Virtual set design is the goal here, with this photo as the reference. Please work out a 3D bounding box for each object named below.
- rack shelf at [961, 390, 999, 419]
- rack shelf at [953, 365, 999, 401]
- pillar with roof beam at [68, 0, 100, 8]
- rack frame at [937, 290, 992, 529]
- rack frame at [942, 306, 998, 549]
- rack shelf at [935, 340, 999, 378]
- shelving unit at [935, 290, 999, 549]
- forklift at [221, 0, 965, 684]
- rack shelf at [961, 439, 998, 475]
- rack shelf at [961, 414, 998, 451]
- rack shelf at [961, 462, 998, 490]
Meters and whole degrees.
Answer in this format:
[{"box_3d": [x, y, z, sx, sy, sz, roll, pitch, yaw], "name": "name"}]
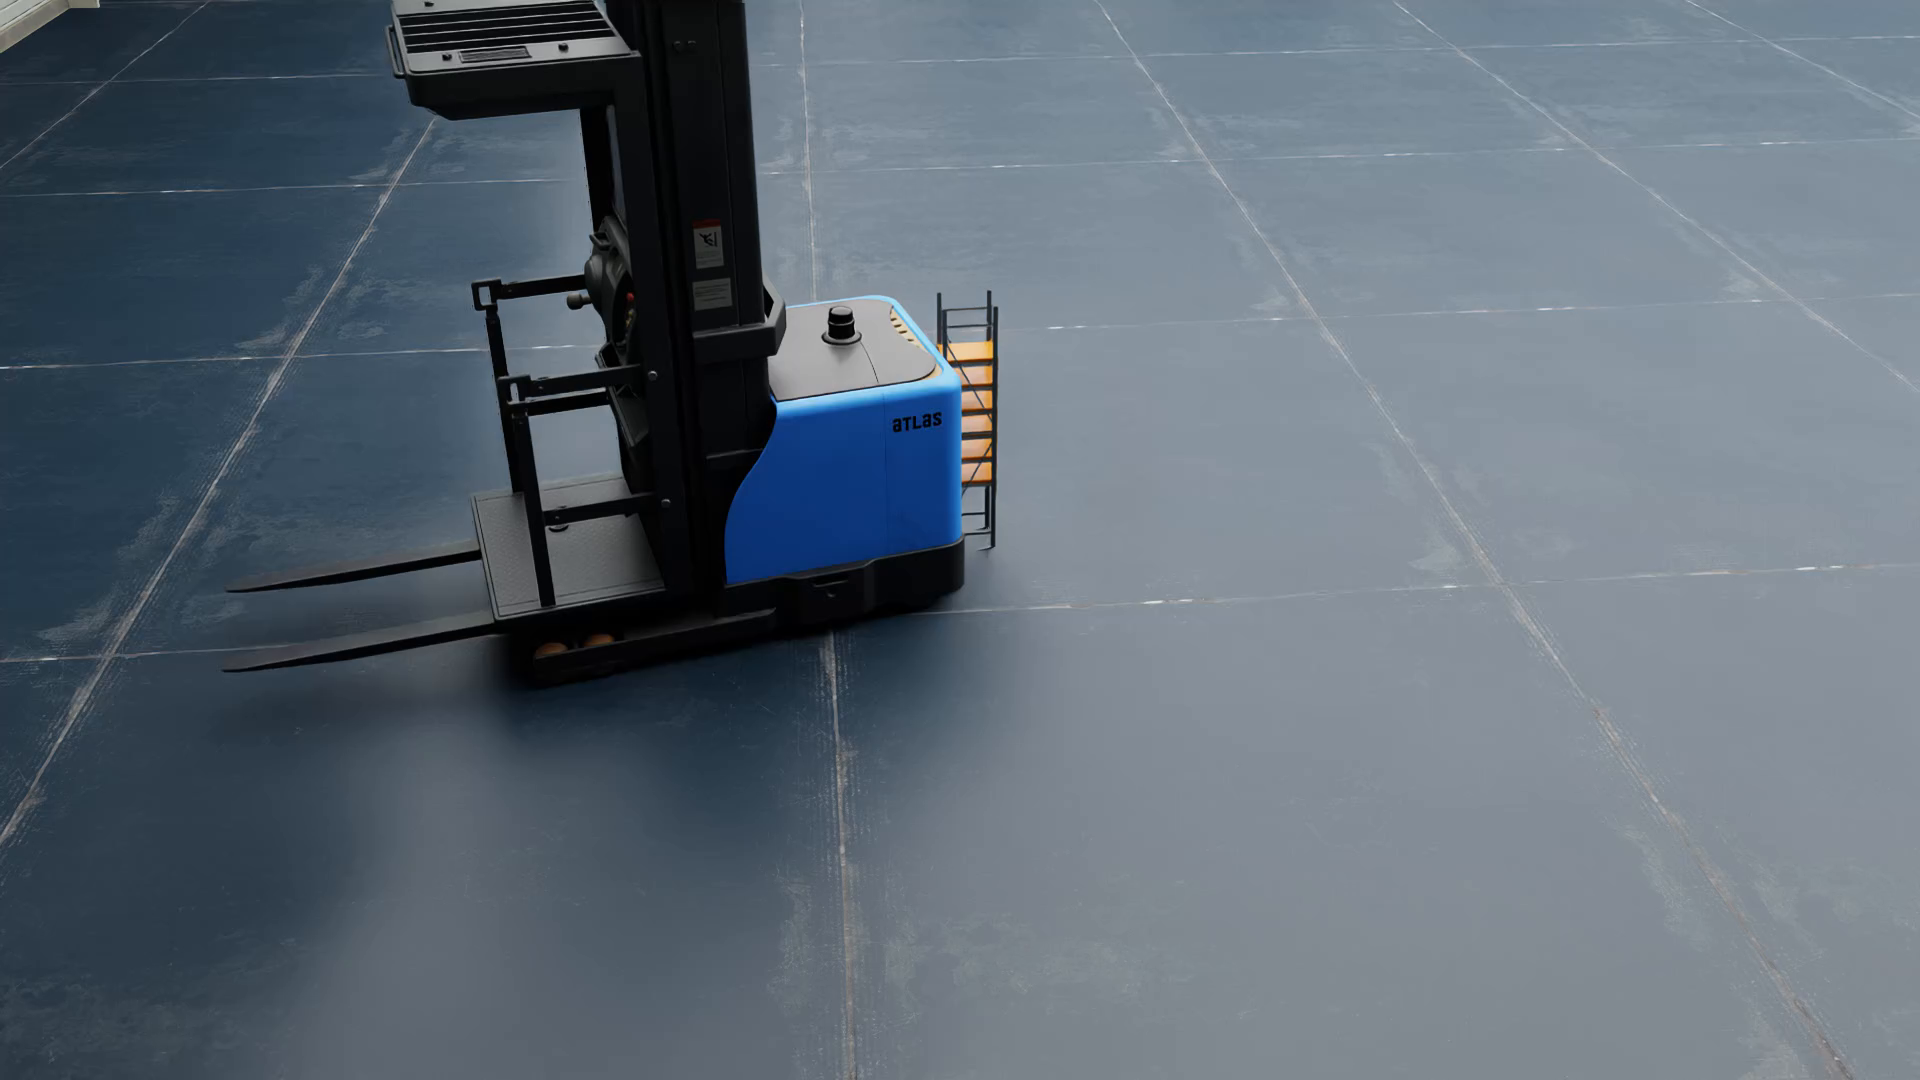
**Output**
[{"box_3d": [0.030, -0.581, 7.406, 0.258, 0.103, 0.180, -4, 31, -7], "name": "rack shelf"}, {"box_3d": [0.030, -0.684, 7.344, 0.258, 0.103, 0.180, -4, 31, -7], "name": "rack shelf"}, {"box_3d": [-4.545, -9.512, 14.900, 9.100, 9.000, 0.400, -3, 31, -5], "name": "pillar with roof beam"}, {"box_3d": [0.018, -0.563, 7.523, 0.240, 1.200, 0.006, -4, 31, -7], "name": "rack frame"}, {"box_3d": [0.043, -0.470, 7.367, 0.240, 1.200, 0.006, -4, 31, -7], "name": "rack frame"}, {"box_3d": [0.030, -0.787, 7.283, 0.258, 0.103, 0.180, -4, 31, -7], "name": "rack shelf"}, {"box_3d": [0.030, -0.517, 7.445, 0.258, 1.200, 0.189, -4, 31, -7], "name": "shelving unit"}, {"box_3d": [-1.554, -0.978, 6.529, 3.031, 2.935, 1.130, -10, 32, -17], "name": "forklift"}, {"box_3d": [0.030, -0.375, 7.529, 0.258, 0.103, 0.180, -4, 31, -7], "name": "rack shelf"}, {"box_3d": [0.030, -0.478, 7.467, 0.258, 0.103, 0.180, -4, 31, -7], "name": "rack shelf"}, {"box_3d": [0.031, -0.272, 7.590, 0.258, 0.103, 0.180, -4, 31, -7], "name": "rack shelf"}]
